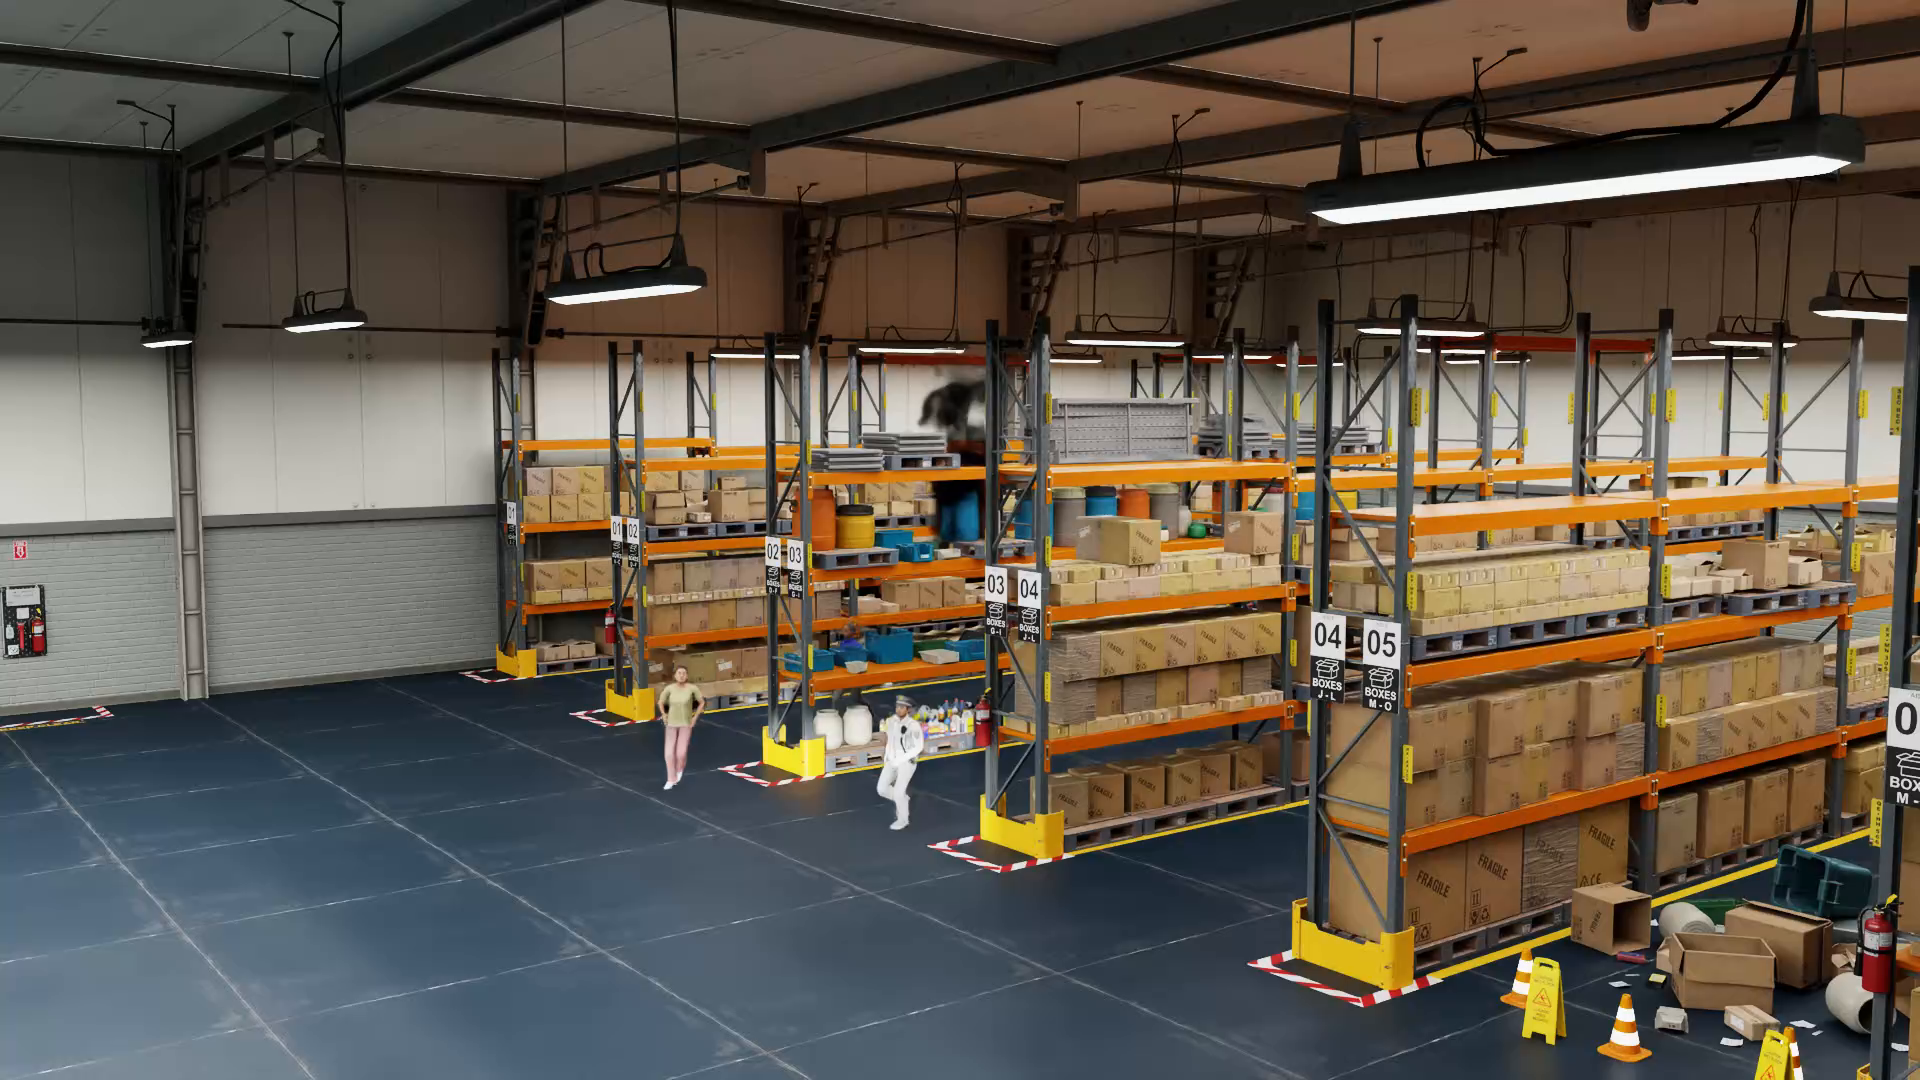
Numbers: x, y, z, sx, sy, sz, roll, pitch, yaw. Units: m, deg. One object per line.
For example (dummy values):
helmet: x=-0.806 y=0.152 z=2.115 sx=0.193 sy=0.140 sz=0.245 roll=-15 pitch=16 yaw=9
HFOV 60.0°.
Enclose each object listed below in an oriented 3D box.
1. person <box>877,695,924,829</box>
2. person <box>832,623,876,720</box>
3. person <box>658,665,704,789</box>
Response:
person: x=-0.707 y=2.628 z=19.704 sx=0.626 sy=1.631 sz=0.496 roll=4 pitch=7 yaw=40
person: x=-1.687 y=2.095 z=25.354 sx=0.566 sy=1.672 sz=0.908 roll=5 pitch=7 yaw=43
person: x=-3.667 y=2.448 z=21.770 sx=0.595 sy=1.638 sz=0.505 roll=0 pitch=5 yaw=0
